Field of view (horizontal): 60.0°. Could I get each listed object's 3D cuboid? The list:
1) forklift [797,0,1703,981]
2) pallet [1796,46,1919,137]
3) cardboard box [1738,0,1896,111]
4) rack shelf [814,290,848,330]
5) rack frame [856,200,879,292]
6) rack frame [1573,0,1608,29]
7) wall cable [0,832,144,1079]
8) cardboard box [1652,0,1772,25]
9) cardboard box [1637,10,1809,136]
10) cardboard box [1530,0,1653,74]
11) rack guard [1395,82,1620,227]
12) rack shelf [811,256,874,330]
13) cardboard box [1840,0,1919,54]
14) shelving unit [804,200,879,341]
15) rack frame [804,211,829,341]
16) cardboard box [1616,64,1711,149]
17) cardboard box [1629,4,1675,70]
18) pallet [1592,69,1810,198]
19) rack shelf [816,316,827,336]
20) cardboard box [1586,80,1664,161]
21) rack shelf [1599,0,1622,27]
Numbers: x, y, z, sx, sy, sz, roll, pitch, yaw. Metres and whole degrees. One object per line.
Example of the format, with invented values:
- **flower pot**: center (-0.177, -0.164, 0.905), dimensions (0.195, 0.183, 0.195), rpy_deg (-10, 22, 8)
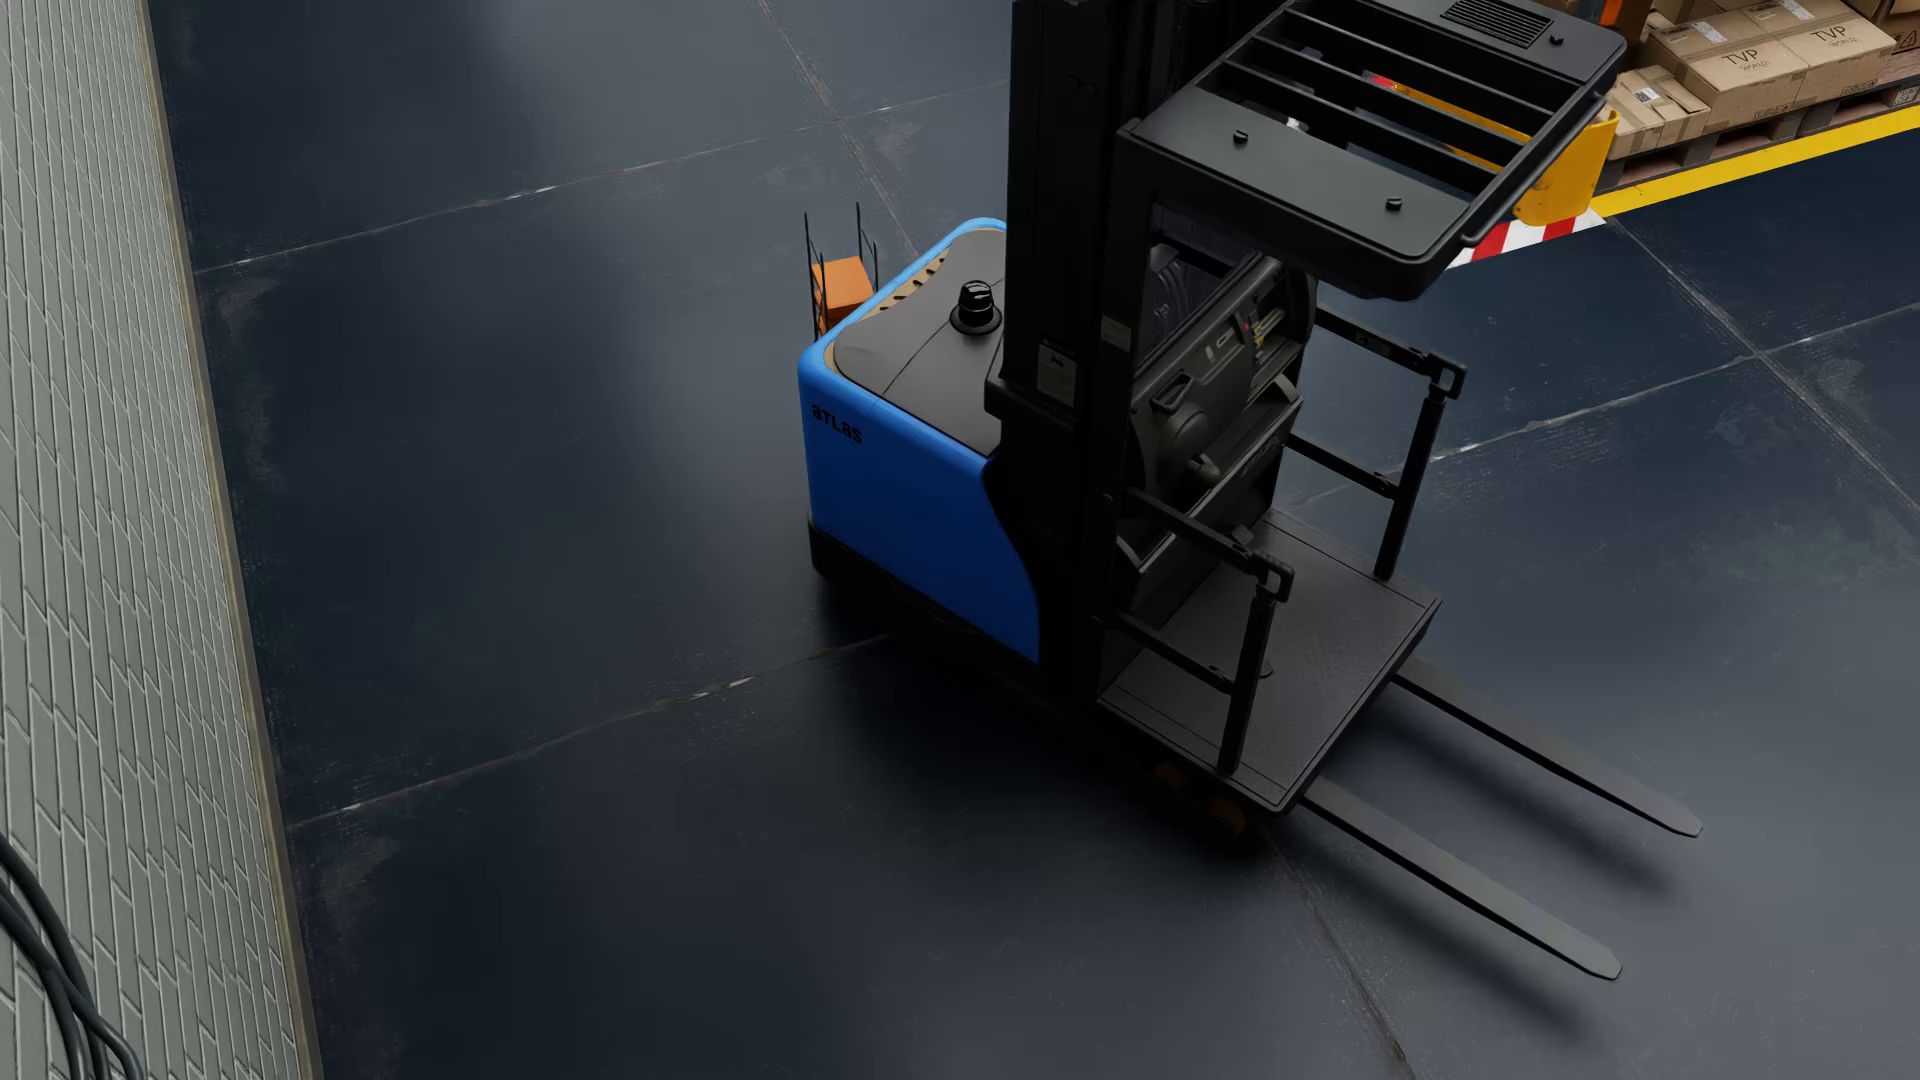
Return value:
- **forklift**: center (0.928, -0.432, 4.689), dimensions (3.031, 2.935, 1.130), rpy_deg (31, 56, 24)
- **pallet**: center (4.352, -2.494, 8.253), dimensions (1.213, 0.211, 1.003), rpy_deg (-17, 52, -14)
- **cardboard box**: center (3.953, -2.296, 7.767), dimensions (0.500, 0.250, 0.500), rpy_deg (-17, 52, -14)
- **rack shelf**: center (-0.402, -0.785, 5.875), dimensions (0.180, 0.103, 0.258), rpy_deg (-13, 51, -11)
- **rack frame**: center (-0.315, -0.678, 6.041), dimensions (0.006, 1.200, 0.240), rpy_deg (-13, 51, -11)
- **rack frame**: center (2.416, -2.805, 6.681), dimensions (0.127, 3.000, 1.000), rpy_deg (-17, 52, -14)
- **wall cable**: center (-1.078, 1.102, 1.419), dimensions (0.112, 2.526, 3.097), rpy_deg (-17, 52, -14)
- **cardboard box**: center (3.717, -2.633, 8.056), dimensions (0.500, 0.250, 0.500), rpy_deg (-17, 52, -14)
- **cardboard box**: center (3.490, -2.152, 7.644), dimensions (0.500, 0.250, 0.500), rpy_deg (-17, 52, -14)
- **cardboard box**: center (2.827, -2.463, 7.745), dimensions (0.500, 0.500, 0.500), rpy_deg (-17, 52, -14)
- **rack guard**: center (2.487, -2.012, 7.649), dimensions (0.348, 0.500, 1.175), rpy_deg (-17, 52, -14)
- **rack shelf**: center (-0.402, -0.863, 5.784), dimensions (0.180, 0.103, 0.258), rpy_deg (-13, 51, -11)
- **cardboard box**: center (4.382, -2.740, 7.981), dimensions (0.637, 0.503, 0.797), rpy_deg (-17, 52, -14)
- **shelving unit**: center (-0.402, -0.657, 6.024), dimensions (0.189, 1.200, 0.258), rpy_deg (-13, 51, -11)
- **rack frame**: center (-0.490, -0.637, 6.006), dimensions (0.006, 1.200, 0.240), rpy_deg (-13, 51, -11)
- **cardboard box**: center (3.165, -1.976, 7.547), dimensions (0.250, 0.166, 0.380), rpy_deg (-17, 52, -14)
- **cardboard box**: center (3.236, -2.407, 7.917), dimensions (0.250, 0.166, 0.380), rpy_deg (-17, 52, -14)
- **pallet**: center (3.224, -2.147, 7.955), dimensions (1.213, 0.211, 1.003), rpy_deg (-17, 52, -14)
- **rack shelf**: center (-0.402, -0.707, 5.966), dimensions (0.180, 0.103, 0.258), rpy_deg (-13, 51, -11)
- **cardboard box**: center (2.934, -1.898, 7.492), dimensions (0.250, 0.149, 0.380), rpy_deg (-17, 52, -14)
- **rack shelf**: center (4.268, -3.144, 7.447), dimensions (4.000, 0.370, 1.077), rpy_deg (-17, 52, -14)
